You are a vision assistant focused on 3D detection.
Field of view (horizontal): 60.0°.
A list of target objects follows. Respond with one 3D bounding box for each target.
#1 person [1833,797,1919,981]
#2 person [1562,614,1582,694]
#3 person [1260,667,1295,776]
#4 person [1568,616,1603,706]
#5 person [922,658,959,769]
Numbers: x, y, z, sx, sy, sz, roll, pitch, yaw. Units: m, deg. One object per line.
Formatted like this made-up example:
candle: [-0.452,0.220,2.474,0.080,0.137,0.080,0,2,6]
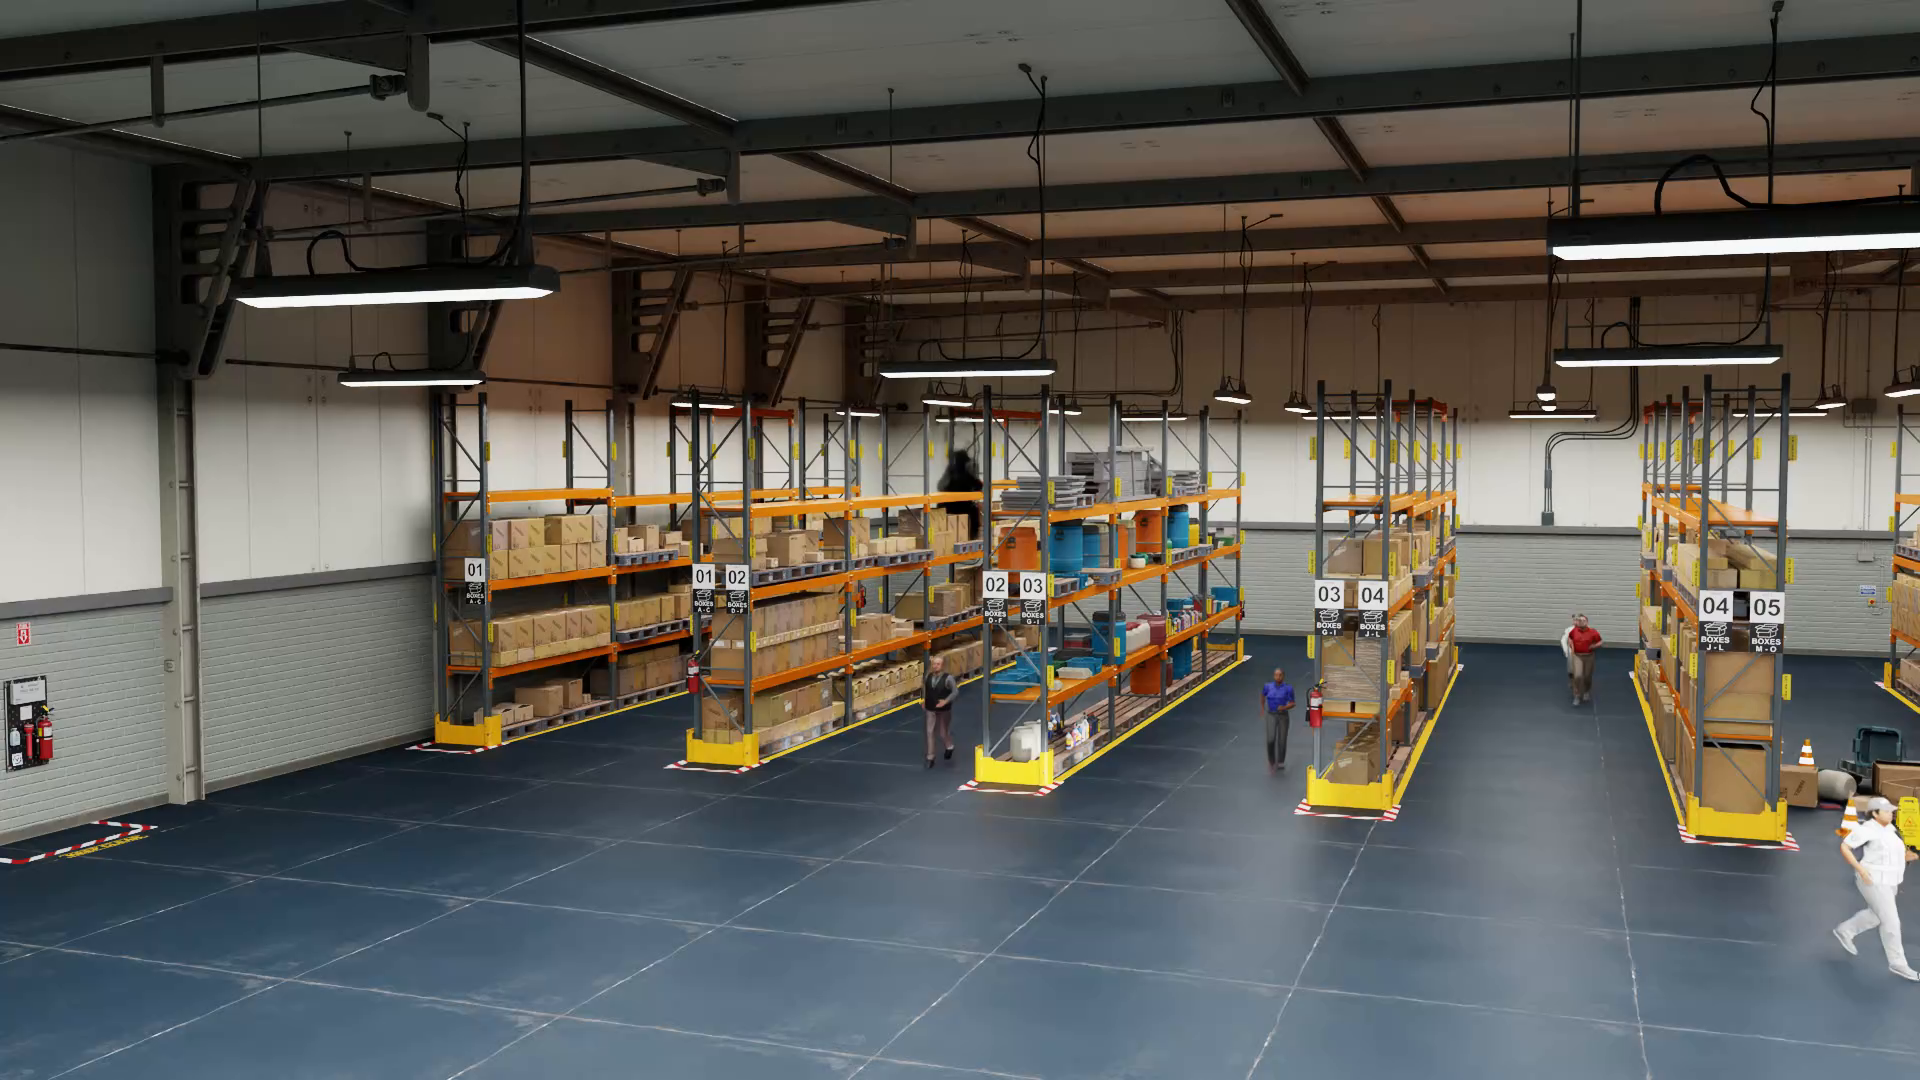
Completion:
person: [8.844,3.298,16.017,0.607,1.654,0.942,-2,4,-34]
person: [12.767,2.351,34.387,0.636,1.661,0.546,1,3,25]
person: [4.915,2.819,25.756,0.537,1.674,0.803,1,3,12]
person: [12.398,2.393,32.992,0.651,1.790,0.815,1,3,24]
person: [-0.333,2.726,26.442,0.670,1.723,0.933,1,3,19]
